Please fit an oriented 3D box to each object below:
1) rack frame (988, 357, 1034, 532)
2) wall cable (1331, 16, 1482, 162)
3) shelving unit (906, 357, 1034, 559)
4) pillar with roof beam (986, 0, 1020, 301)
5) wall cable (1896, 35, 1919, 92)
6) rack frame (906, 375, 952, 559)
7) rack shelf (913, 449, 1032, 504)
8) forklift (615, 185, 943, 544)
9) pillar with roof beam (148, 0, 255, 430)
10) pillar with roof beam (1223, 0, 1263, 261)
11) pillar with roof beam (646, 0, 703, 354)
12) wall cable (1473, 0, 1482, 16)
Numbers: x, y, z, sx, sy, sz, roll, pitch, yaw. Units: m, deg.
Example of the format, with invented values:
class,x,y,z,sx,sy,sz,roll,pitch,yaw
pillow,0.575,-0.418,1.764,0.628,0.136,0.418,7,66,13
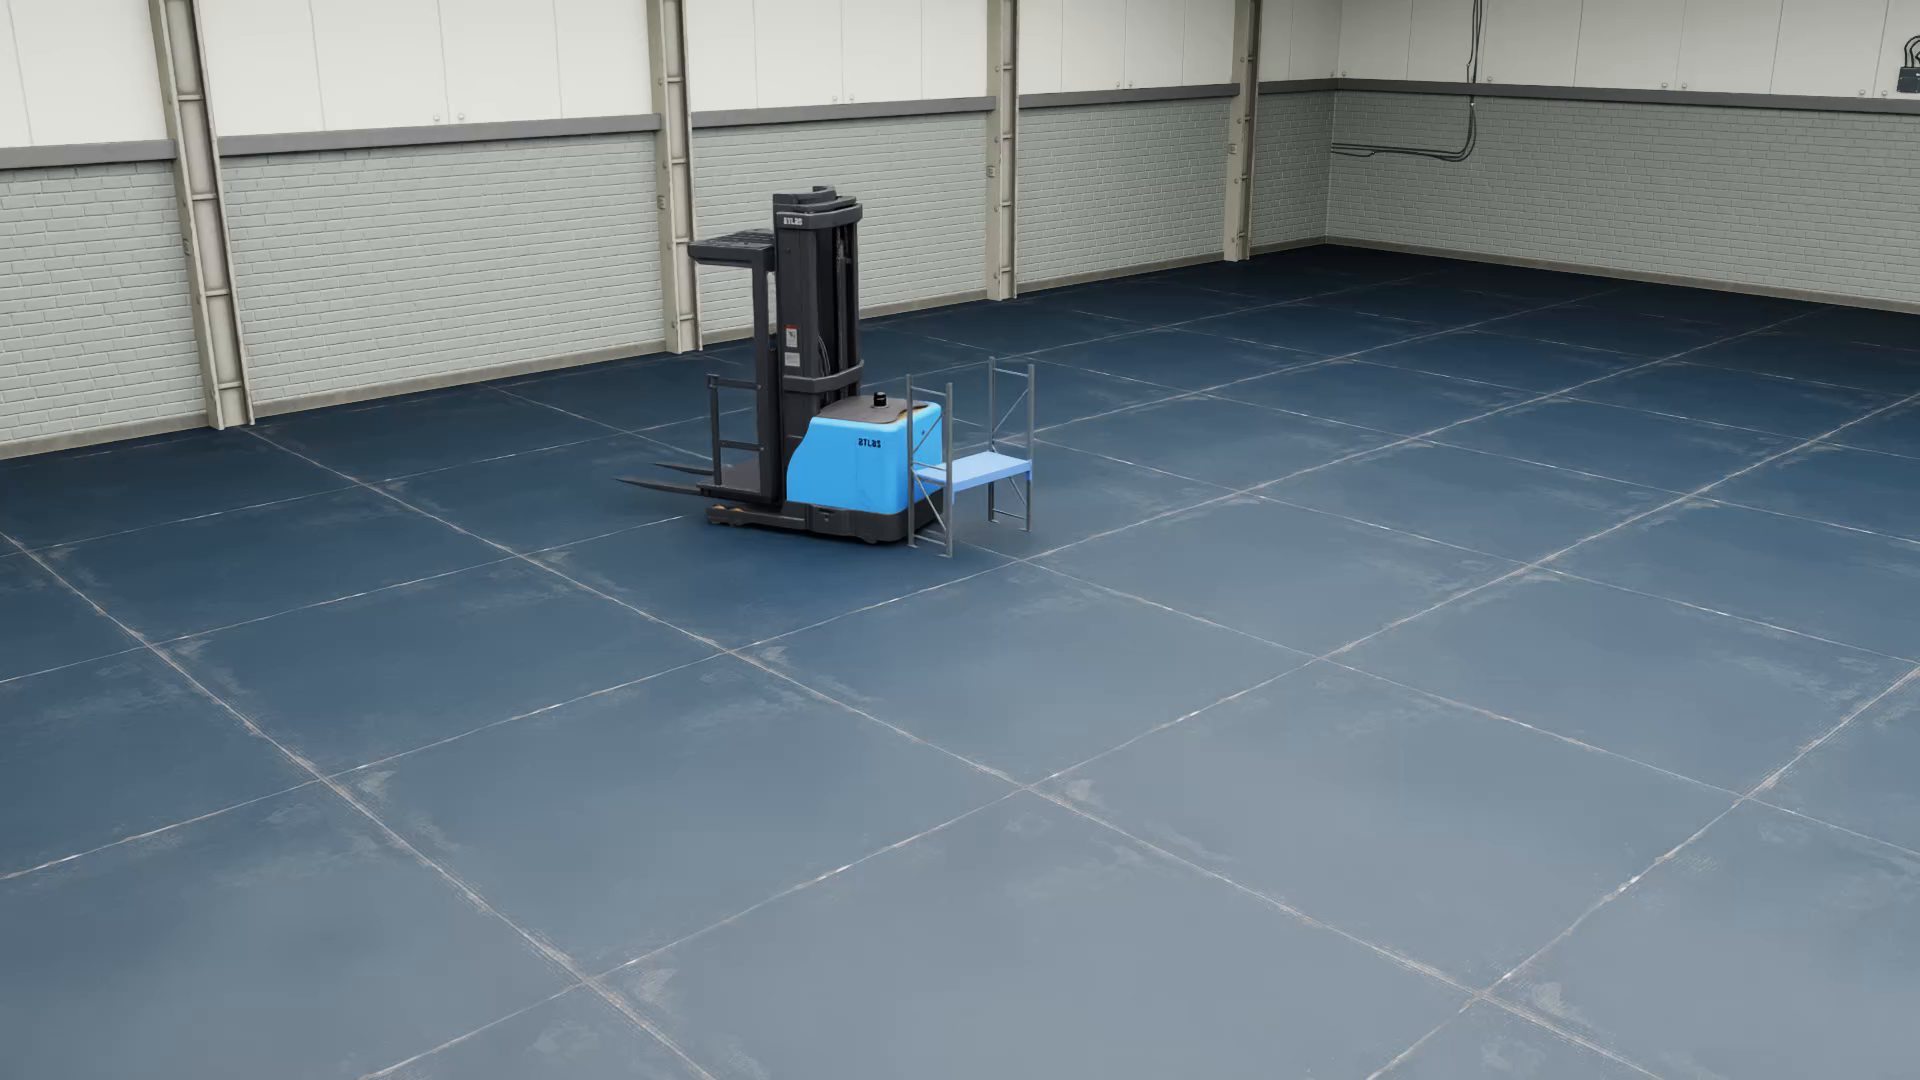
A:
class,x,y,z,sx,sy,sz,roll,pitch,yaw
rack frame,0.446,-0.839,14.642,0.500,1.500,0.032,16,24,41
wall cable,8.059,-8.225,30.298,0.112,2.526,3.097,-16,24,-41
shelving unit,0.095,-0.726,14.292,0.538,1.500,1.048,16,24,41
pillar with roof beam,3.608,-7.138,21.911,0.400,9.000,9.100,-16,24,-41
wall cable,14.570,-9.189,22.723,0.169,6.003,2.305,-16,24,-41
rack frame,-0.256,-0.613,13.942,0.500,1.500,0.032,16,24,41
rack shelf,0.095,-0.555,14.348,0.538,0.185,1.000,16,24,41
forklift,-1.709,-1.648,14.816,3.031,2.935,1.130,8,20,24
pillar with roof beam,-5.111,-4.596,14.068,0.400,9.000,9.100,-16,24,-41
pillar with roof beam,7.968,-8.410,25.832,0.400,9.000,9.100,-16,24,-41
pillar with roof beam,-0.752,-5.867,17.990,0.400,9.000,9.100,-16,24,-41
wall cable,9.918,-10.022,27.649,0.112,2.526,3.097,-16,24,-41
